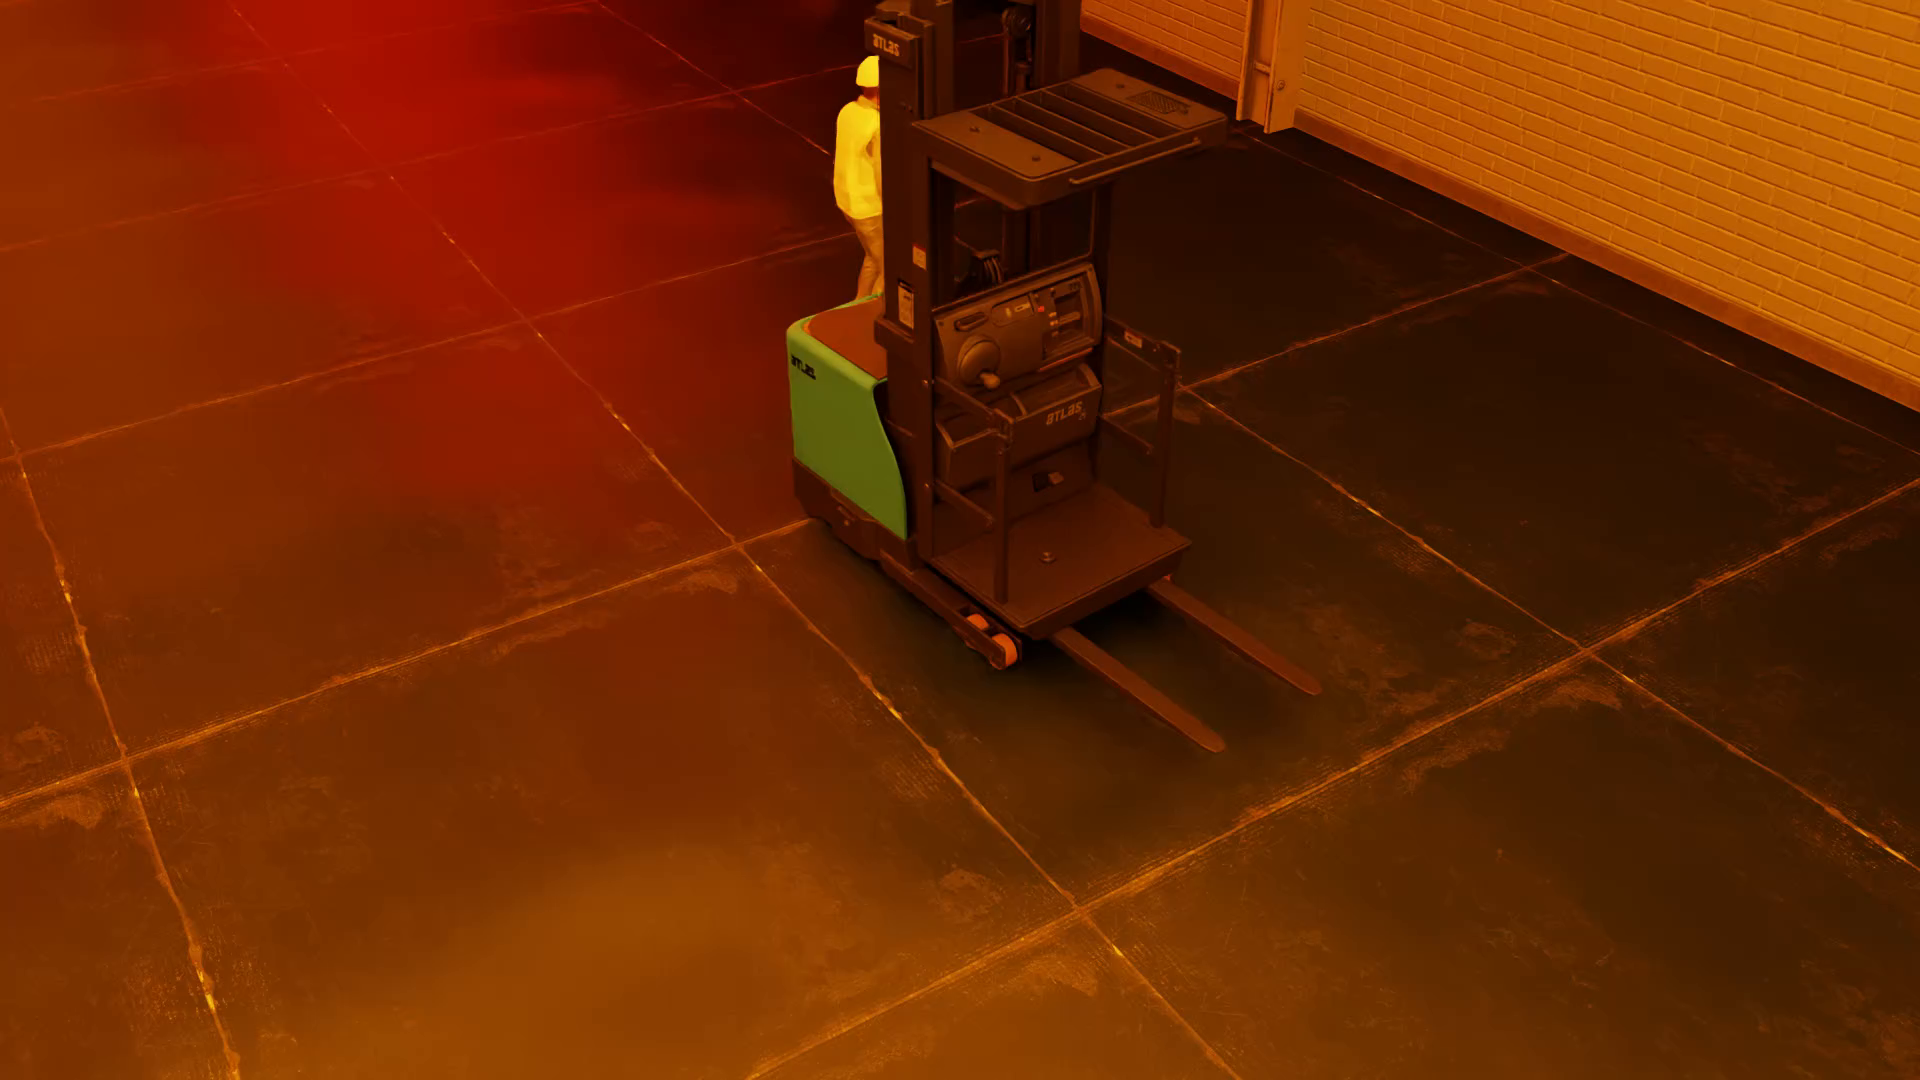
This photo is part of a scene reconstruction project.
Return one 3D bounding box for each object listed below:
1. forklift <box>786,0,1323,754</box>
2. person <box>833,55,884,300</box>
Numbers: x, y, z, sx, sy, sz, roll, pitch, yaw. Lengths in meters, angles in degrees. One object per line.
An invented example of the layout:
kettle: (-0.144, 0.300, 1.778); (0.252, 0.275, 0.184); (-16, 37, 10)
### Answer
forklift: (0.411, -0.917, 7.453); (1.130, 2.935, 3.031); (-24, 42, -30)
person: (-0.520, -2.049, 10.081); (0.449, 1.764, 0.619); (-17, 38, -22)
